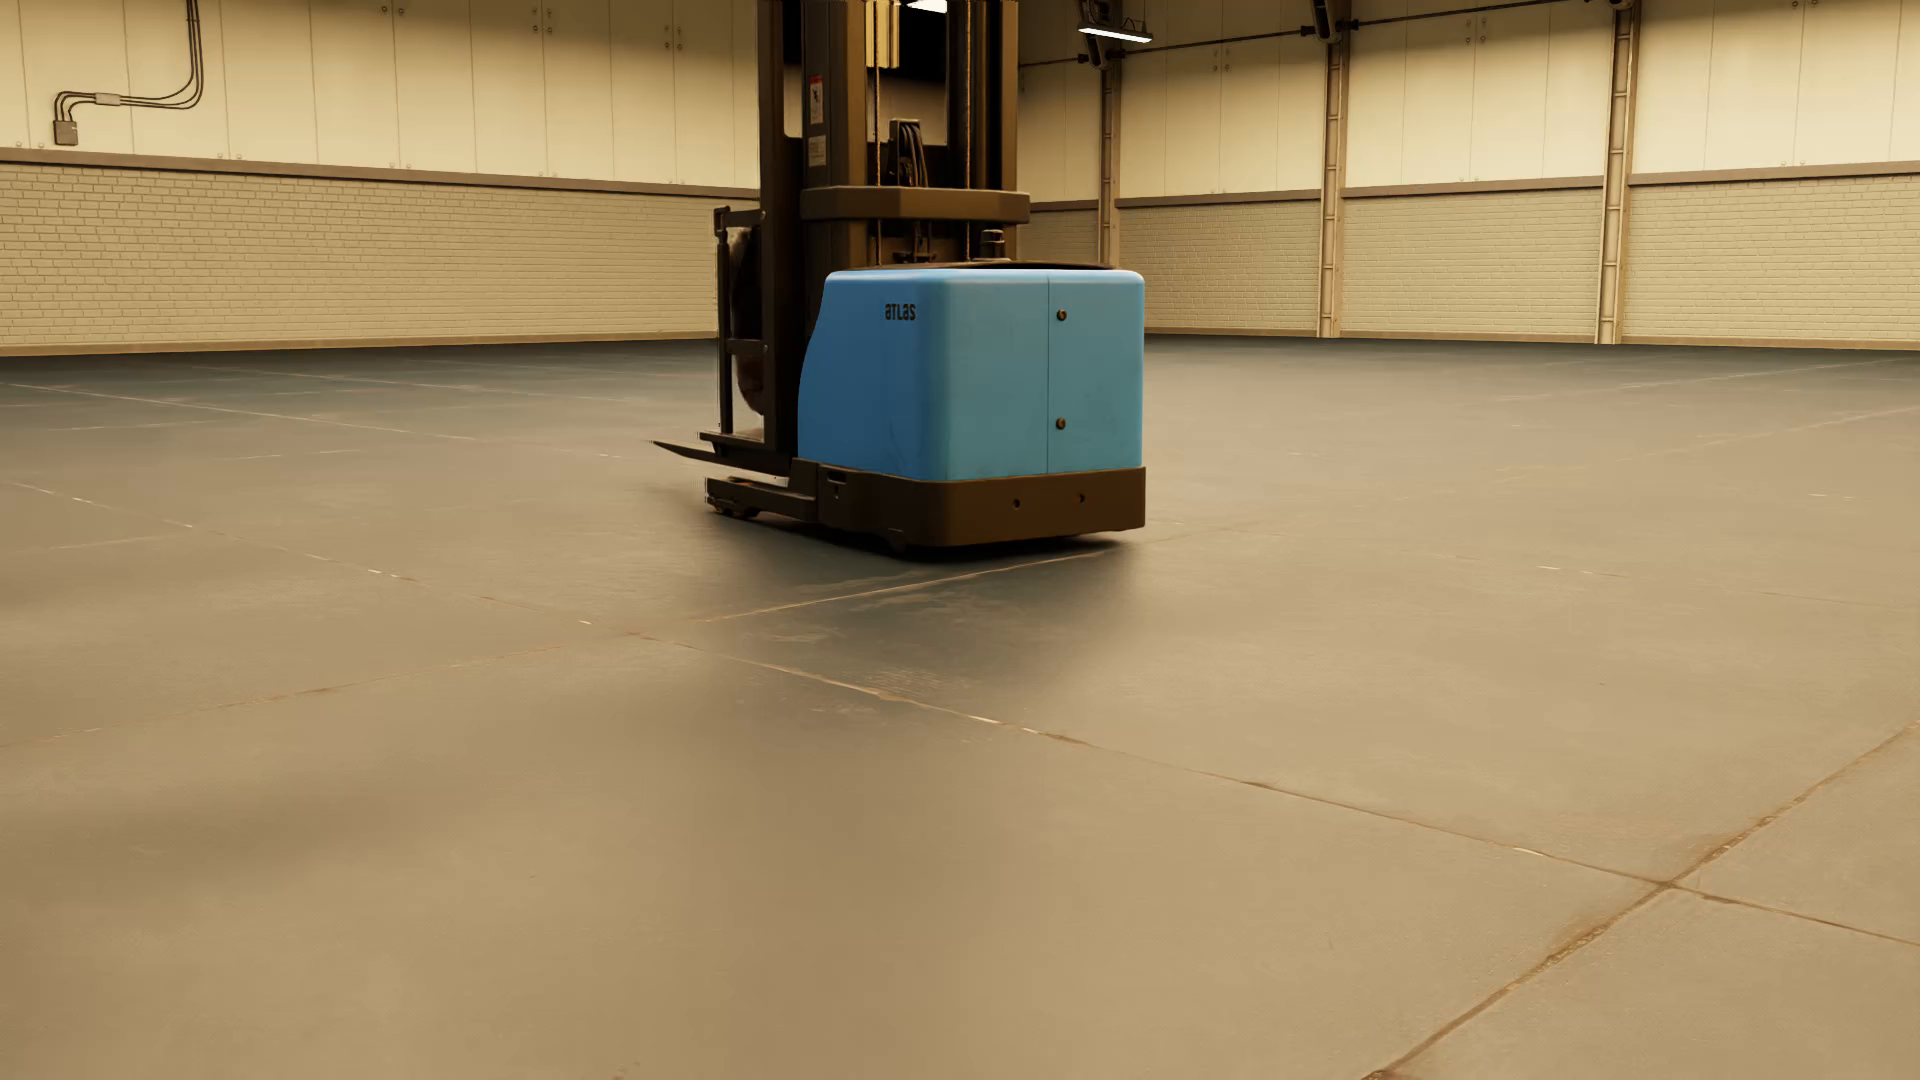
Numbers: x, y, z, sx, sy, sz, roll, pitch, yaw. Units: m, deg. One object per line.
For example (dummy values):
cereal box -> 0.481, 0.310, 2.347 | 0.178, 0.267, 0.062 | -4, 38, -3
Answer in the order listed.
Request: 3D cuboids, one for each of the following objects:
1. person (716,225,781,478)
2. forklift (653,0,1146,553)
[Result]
person -> -0.670, -0.997, 7.677 | 0.835, 1.399, 0.777 | 1, 9, 9
forklift -> -0.487, -1.578, 7.353 | 1.130, 2.935, 3.031 | -6, 10, -33
